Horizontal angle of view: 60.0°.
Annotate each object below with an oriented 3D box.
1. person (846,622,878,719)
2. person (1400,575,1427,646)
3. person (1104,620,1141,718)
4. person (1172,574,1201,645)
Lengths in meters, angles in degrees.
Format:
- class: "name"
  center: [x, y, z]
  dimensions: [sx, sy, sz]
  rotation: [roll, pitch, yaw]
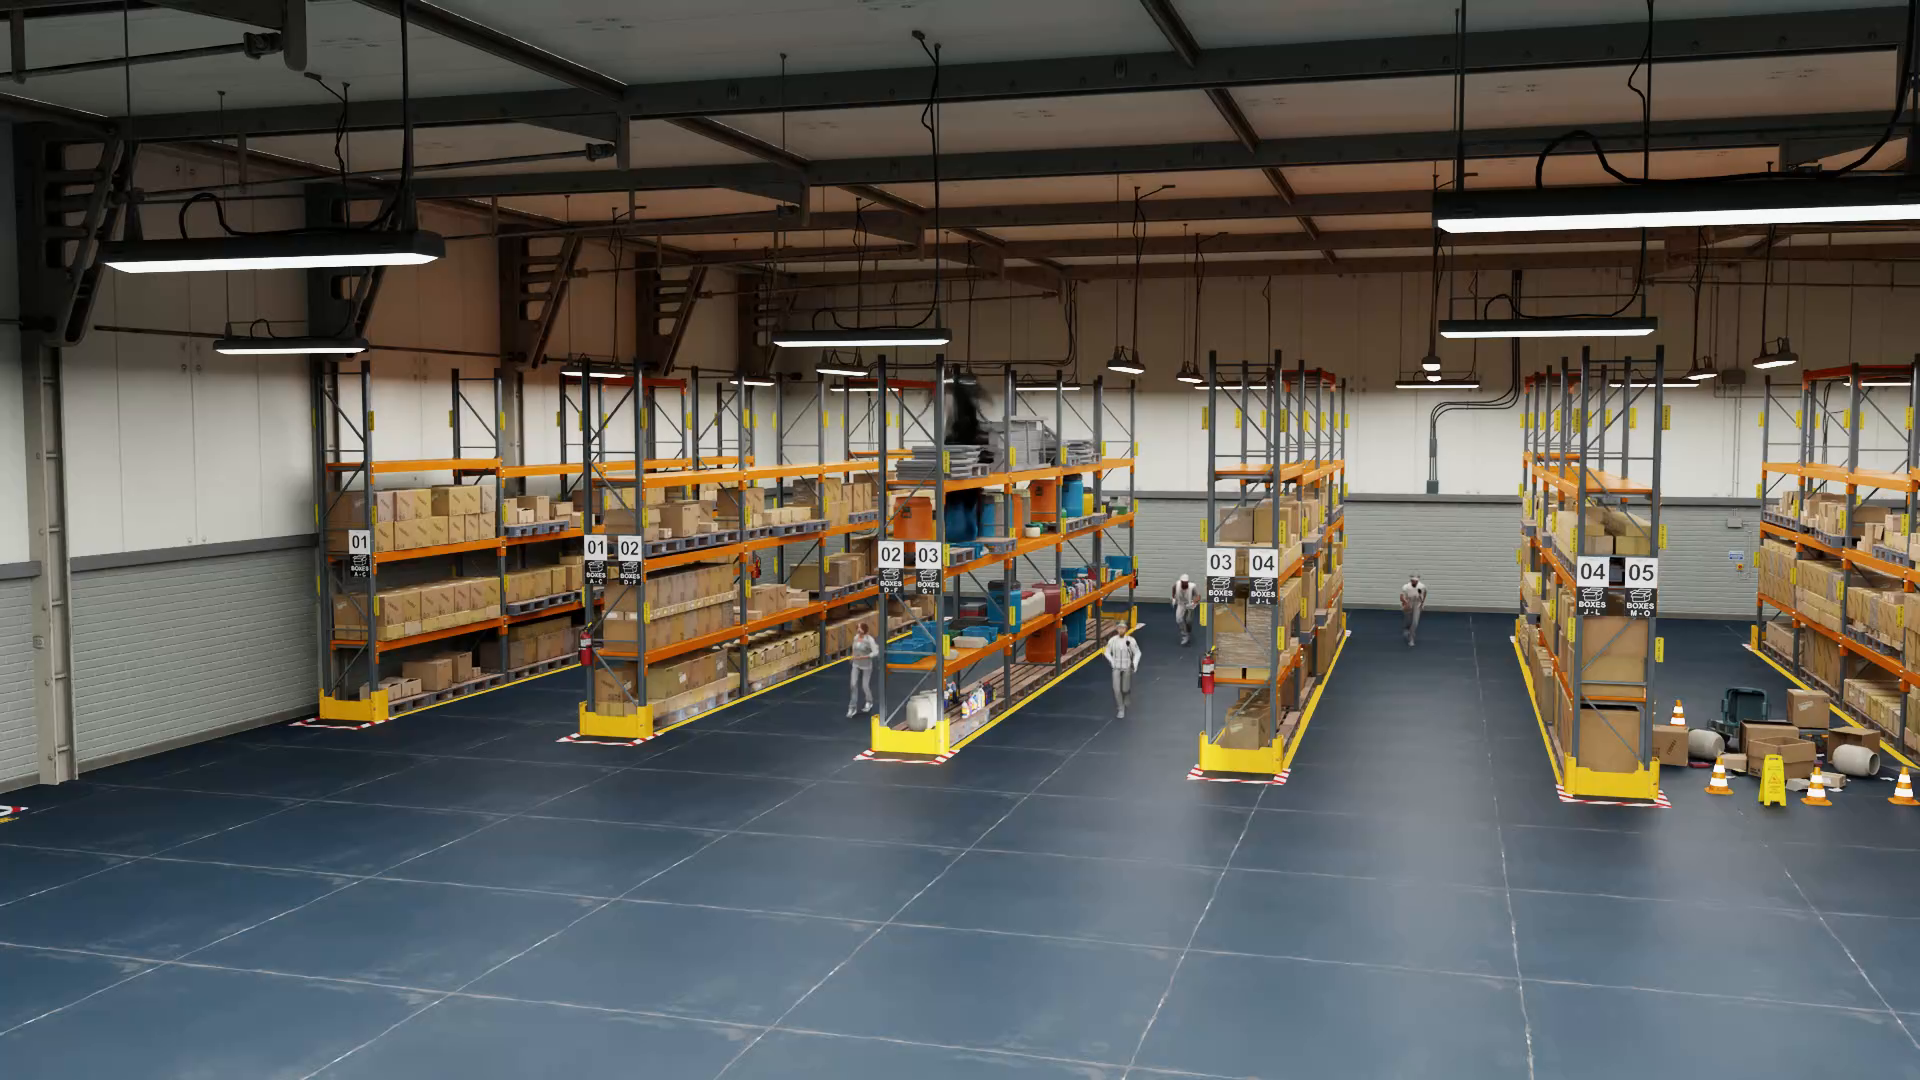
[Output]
- class: "person"
  center: [-1.618, 2.190, 28.237]
  dimensions: [0.548, 1.631, 0.717]
  rotation: [2, 4, 21]
- class: "person"
  center: [10.192, 1.551, 37.490]
  dimensions: [0.587, 1.630, 0.926]
  rotation: [0, 4, 2]
- class: "person"
  center: [2.749, 2.172, 28.220]
  dimensions: [0.616, 1.660, 0.554]
  rotation: [1, 4, 11]
- class: "person"
  center: [5.148, 1.533, 37.635]
  dimensions: [0.692, 1.613, 1.127]
  rotation: [1, 4, 19]
